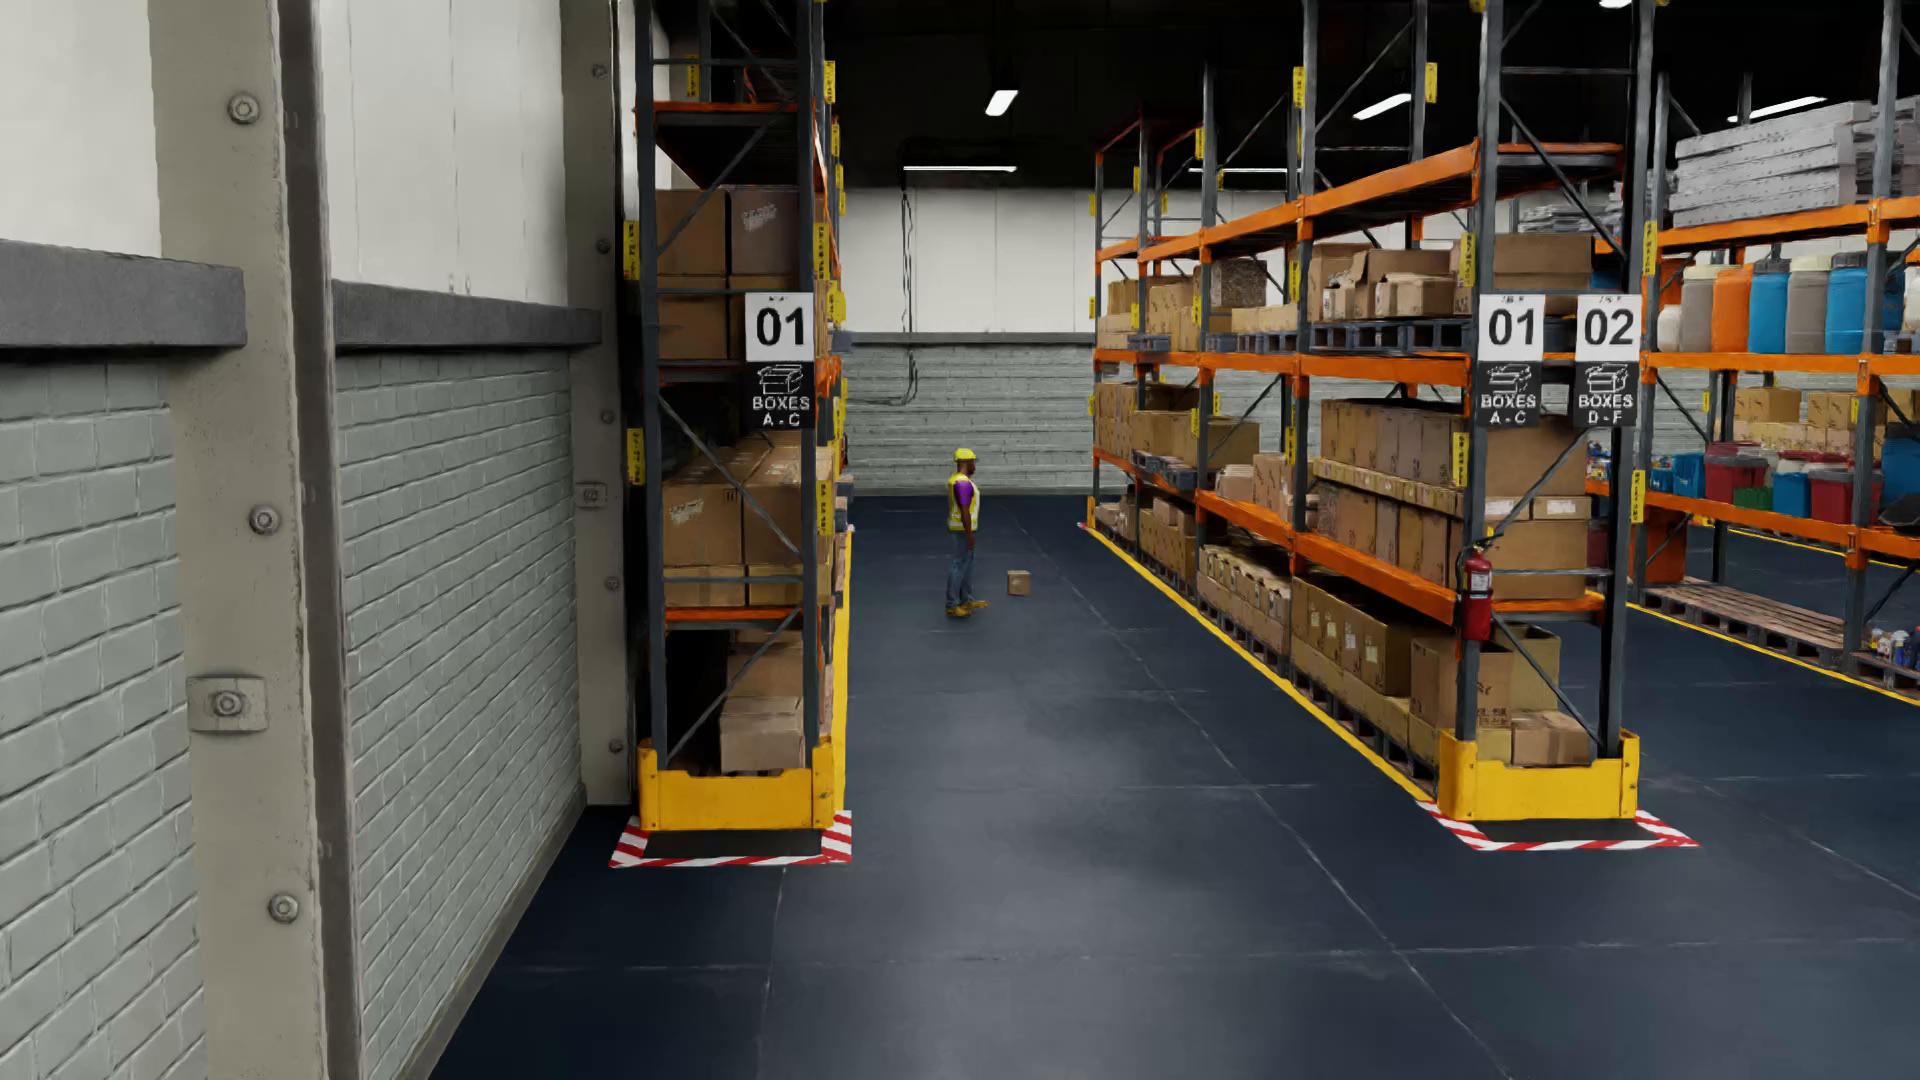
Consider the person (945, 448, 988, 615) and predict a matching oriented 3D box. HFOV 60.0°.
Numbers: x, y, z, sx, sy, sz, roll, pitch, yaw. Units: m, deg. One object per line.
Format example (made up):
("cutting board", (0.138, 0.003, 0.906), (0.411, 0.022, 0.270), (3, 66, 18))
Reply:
("person", (0.076, -0.107, 17.835), (0.494, 1.768, 0.651), (-1, 7, -5))
